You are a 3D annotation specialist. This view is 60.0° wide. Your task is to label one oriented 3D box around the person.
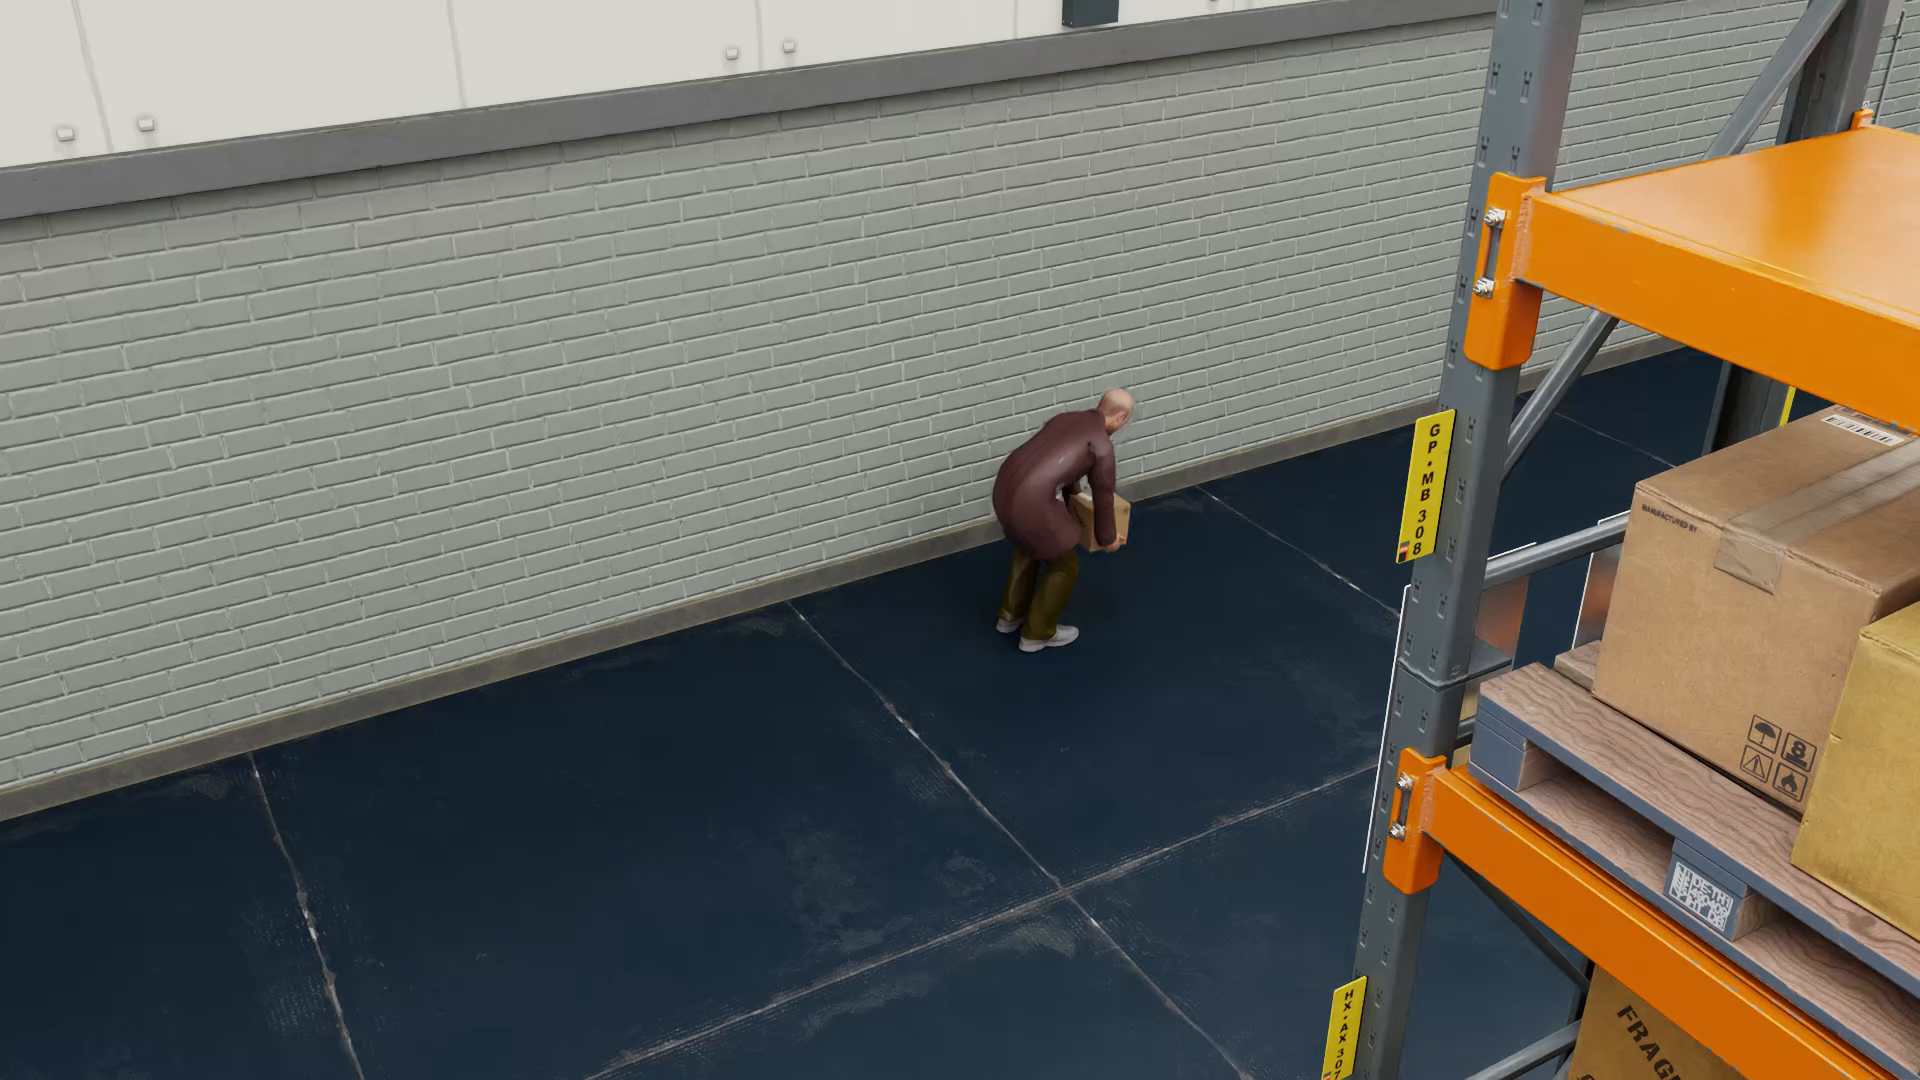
[{"bbox_3d":[0.597,-0.115,9.213,0.876,1.382,0.536,-17,33,-28],"label":"person"}]
